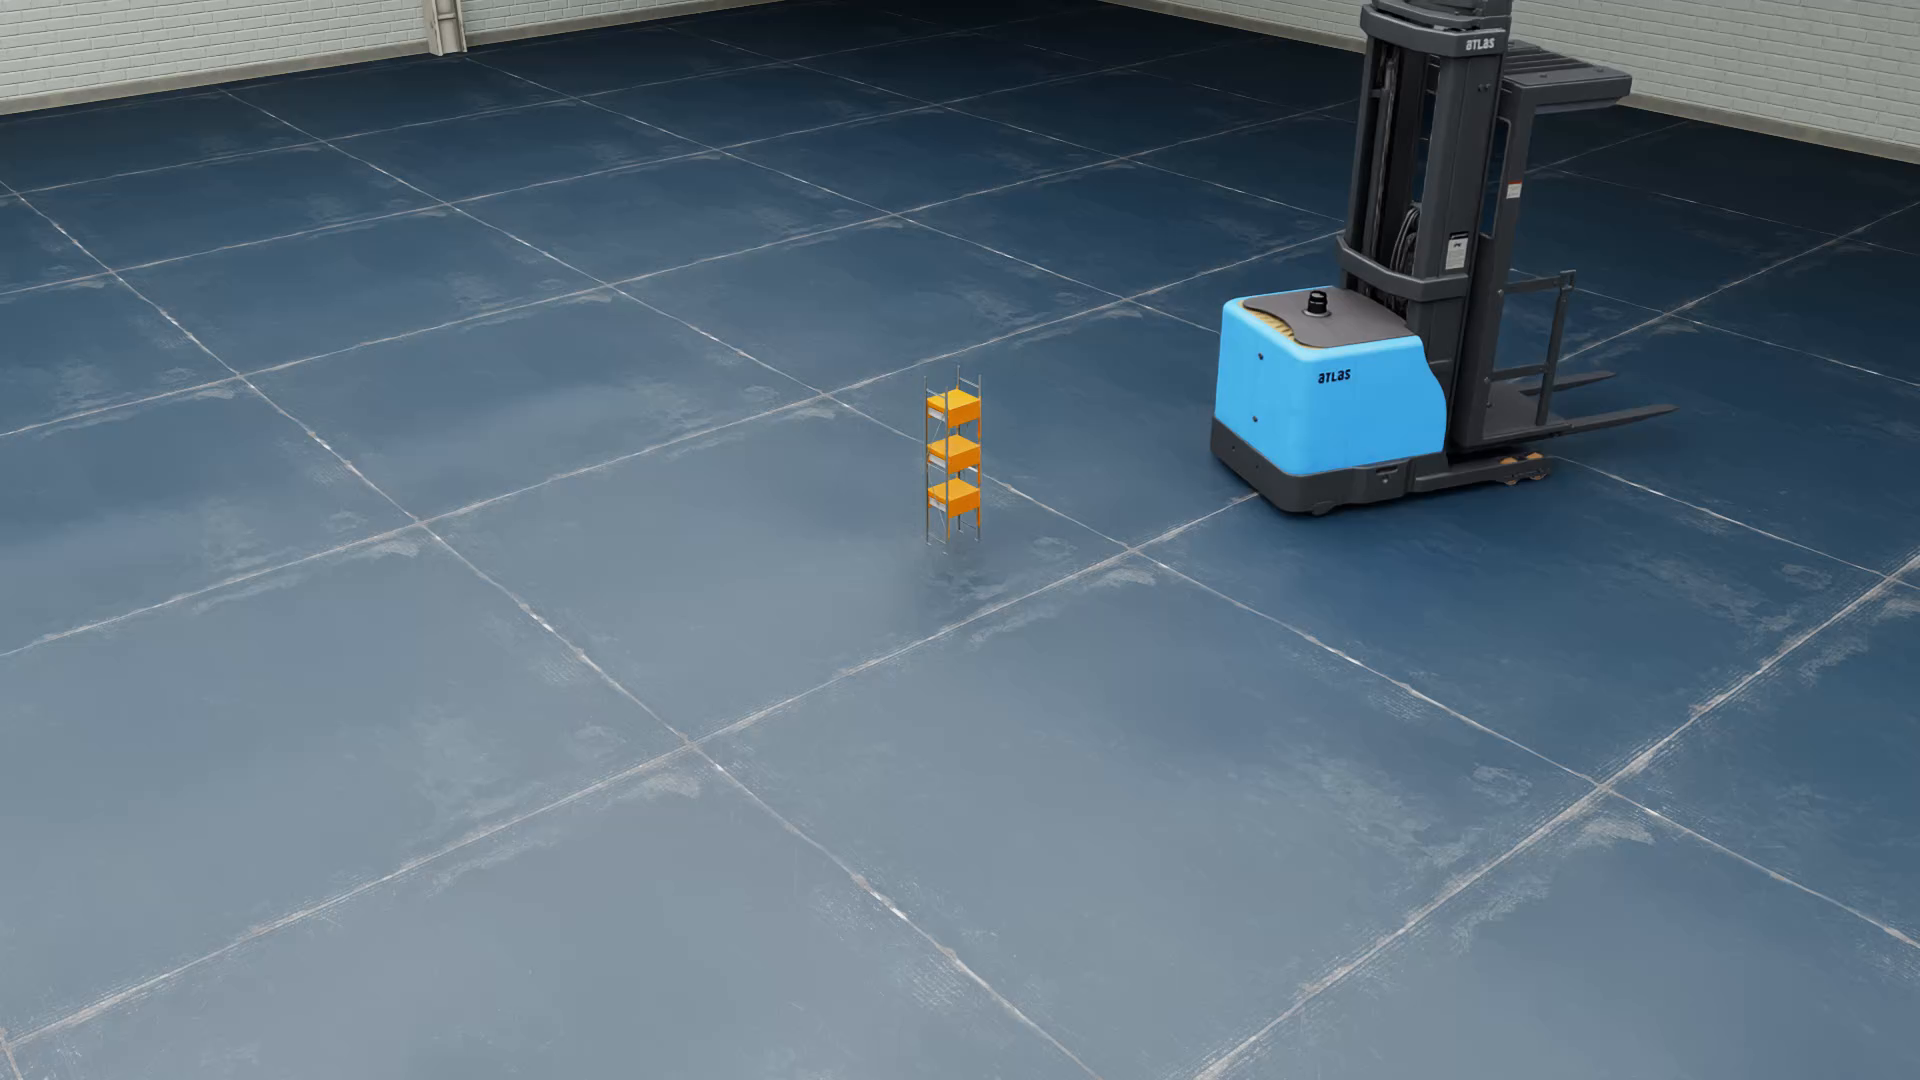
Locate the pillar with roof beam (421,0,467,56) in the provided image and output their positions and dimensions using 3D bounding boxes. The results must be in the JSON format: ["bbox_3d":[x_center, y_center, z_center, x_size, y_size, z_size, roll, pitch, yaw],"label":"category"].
[{"bbox_3d":[-3.867,-8.779,16.630,0.400,9.000,9.100,-22,35,-35],"label":"pillar with roof beam"}]

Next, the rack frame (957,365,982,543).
[{"bbox_3d":[0.052,-0.484,9.542,0.008,1.050,0.200,-22,35,-35],"label":"rack frame"}]

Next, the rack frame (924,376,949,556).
[{"bbox_3d":[-0.134,-0.409,9.402,0.008,1.050,0.200,-22,35,-35],"label":"rack frame"}]

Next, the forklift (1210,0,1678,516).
[{"bbox_3d":[3.177,-1.860,10.120,3.031,2.935,1.130,-10,30,-18],"label":"forklift"}]

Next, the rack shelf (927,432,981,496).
[{"bbox_3d":[-0.041,-0.437,9.477,0.240,0.259,0.215,-22,35,-35],"label":"rack shelf"}]

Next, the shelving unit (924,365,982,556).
[{"bbox_3d":[-0.041,-0.447,9.472,0.252,1.050,0.215,-22,35,-35],"label":"shelving unit"}]

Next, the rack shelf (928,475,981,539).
[{"bbox_3d":[-0.041,-0.192,9.608,0.240,0.259,0.215,-22,35,-35],"label":"rack shelf"}]

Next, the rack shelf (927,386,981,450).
[{"bbox_3d":[-0.041,-0.688,9.343,0.240,0.259,0.215,-22,35,-35],"label":"rack shelf"}]
